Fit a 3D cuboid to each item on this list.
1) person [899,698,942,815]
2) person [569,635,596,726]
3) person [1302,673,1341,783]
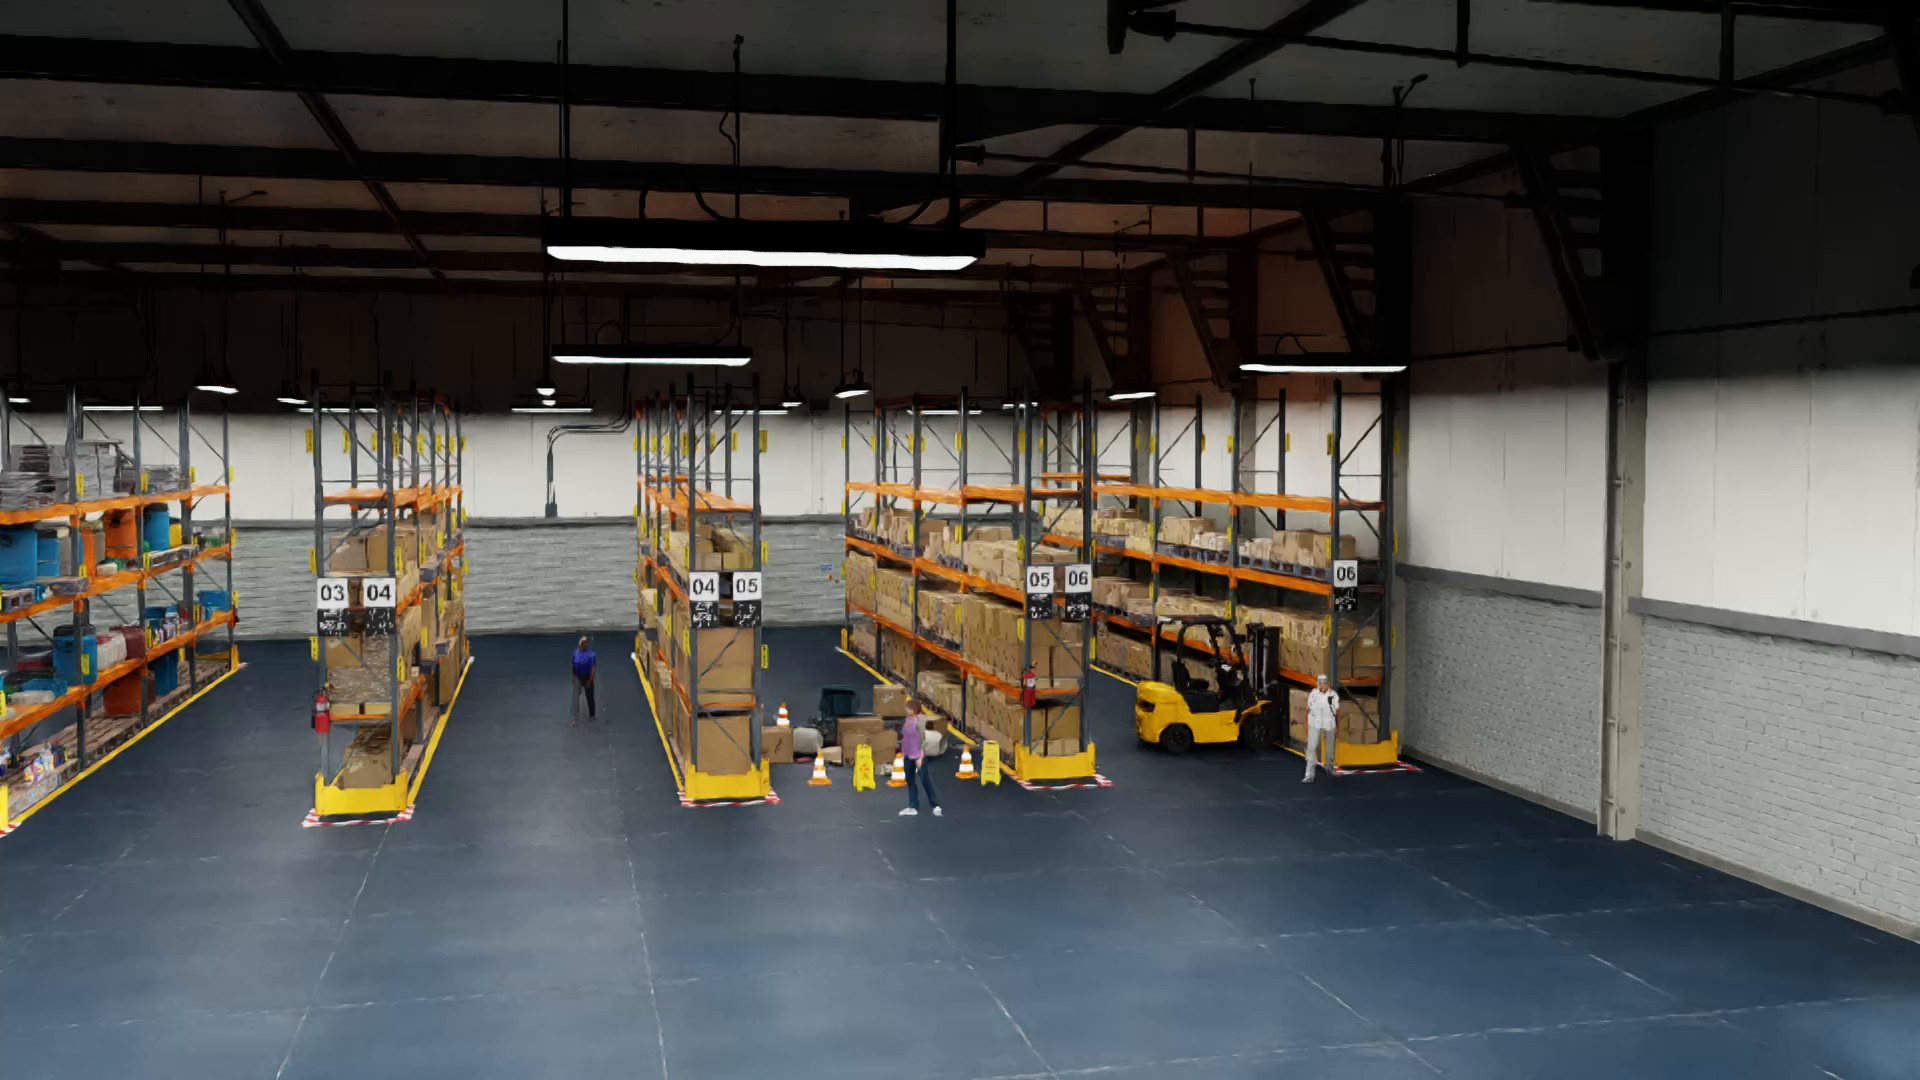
[{"bbox_3d":[-0.525,2.939,22.392,0.456,1.550,0.603,-3,4,-40],"label":"person"},{"bbox_3d":[-6.693,2.483,29.594,0.443,1.586,1.001,0,3,-4],"label":"person"},{"bbox_3d":[5.368,2.769,24.636,0.528,1.613,0.905,1,3,15],"label":"person"}]
